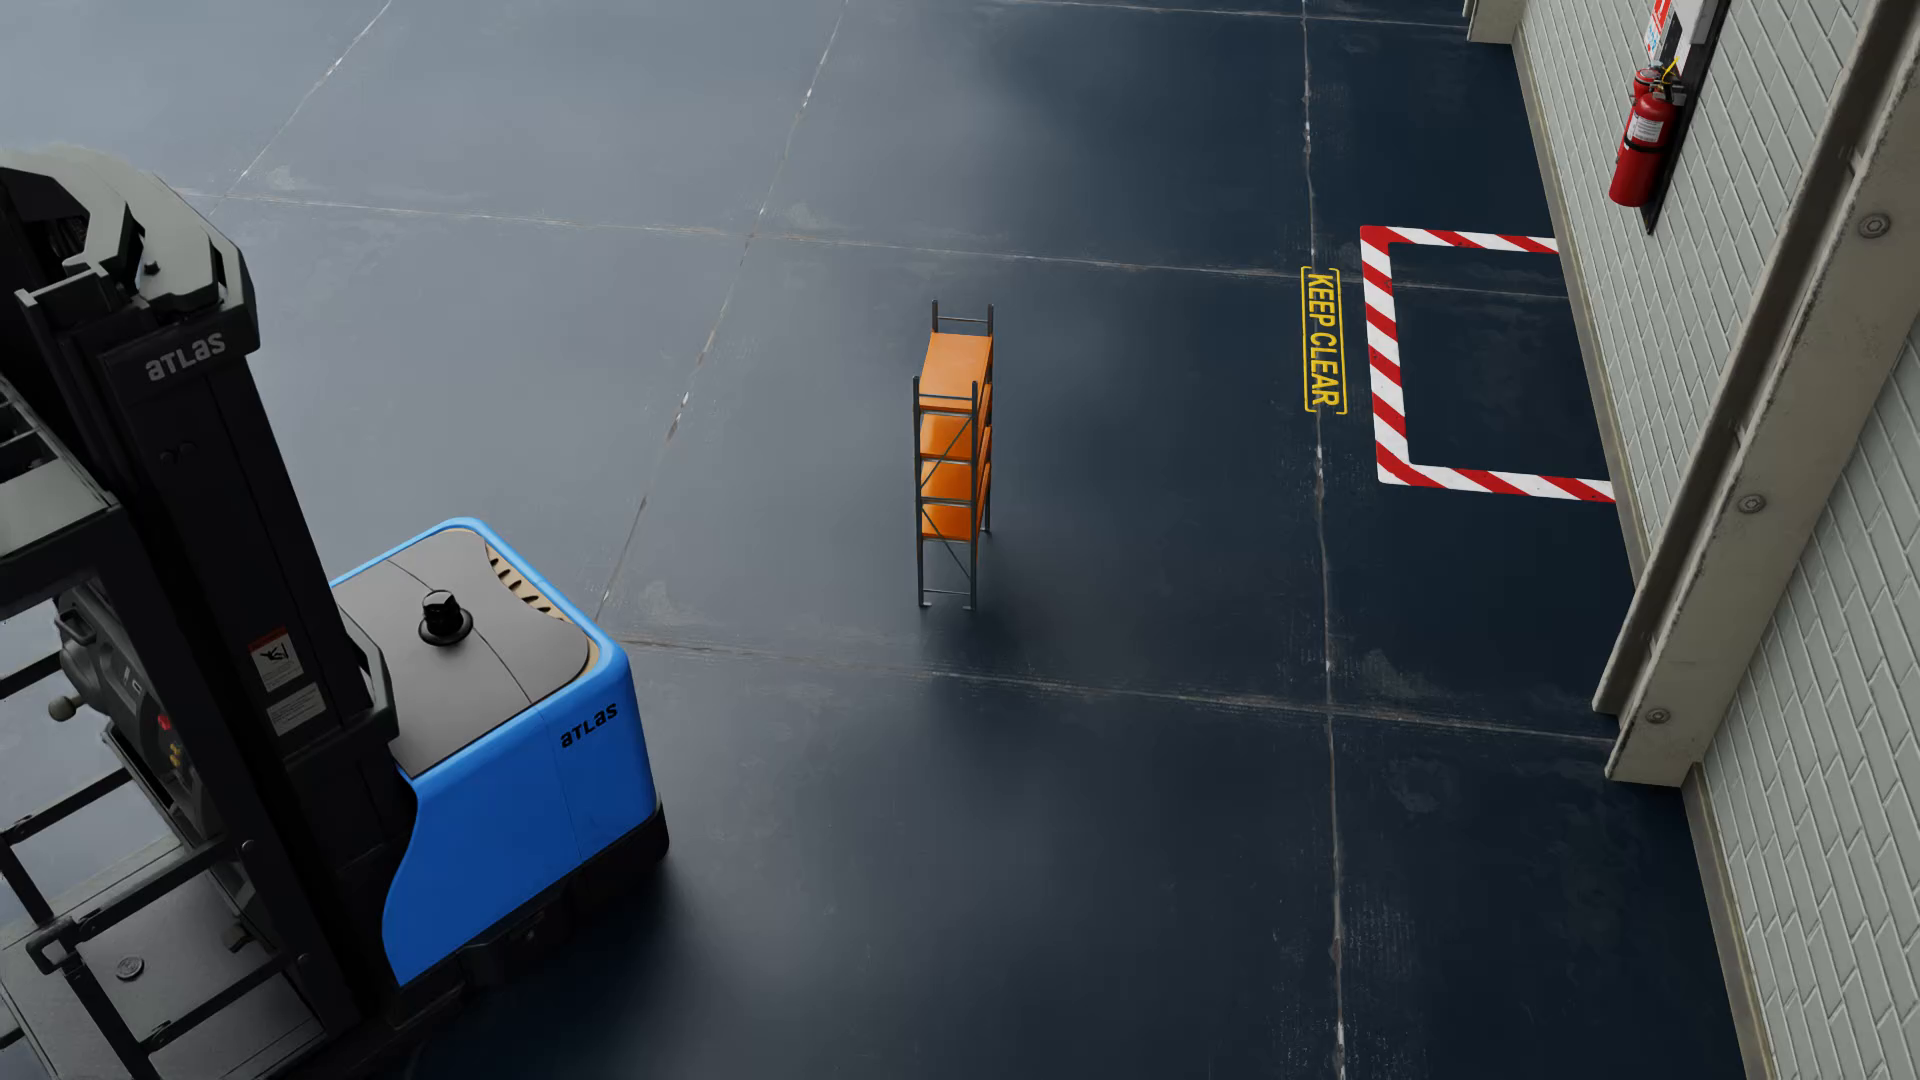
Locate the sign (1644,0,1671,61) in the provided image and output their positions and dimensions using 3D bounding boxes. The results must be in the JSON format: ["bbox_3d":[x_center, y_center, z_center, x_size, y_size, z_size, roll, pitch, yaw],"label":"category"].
[{"bbox_3d":[3.166,-2.365,7.541,0.001,0.329,0.234,5,44,6],"label":"sign"}]

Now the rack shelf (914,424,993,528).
[{"bbox_3d":[-0.022,-0.274,6.765,0.258,0.148,0.480,5,44,6],"label":"rack shelf"}]

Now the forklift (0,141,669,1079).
[{"bbox_3d":[-2.461,0.546,4.542,3.031,2.935,1.130,-33,53,-30],"label":"forklift"}]

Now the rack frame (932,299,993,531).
[{"bbox_3d":[0.010,-0.489,6.894,0.240,1.200,0.015,5,44,6],"label":"rack frame"}]

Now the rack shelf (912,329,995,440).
[{"bbox_3d":[-0.022,-0.608,6.448,0.258,0.148,0.480,5,44,6],"label":"rack shelf"}]

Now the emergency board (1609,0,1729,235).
[{"bbox_3d":[2.990,-1.985,7.165,0.194,1.169,0.643,5,44,6],"label":"emergency board"}]

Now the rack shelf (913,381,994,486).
[{"bbox_3d":[-0.022,-0.436,6.611,0.258,0.148,0.480,5,44,6],"label":"rack shelf"}]

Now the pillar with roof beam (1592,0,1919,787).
[{"bbox_3d":[-1.641,-2.874,3.740,9.100,9.000,0.400,5,44,6],"label":"pillar with roof beam"}]

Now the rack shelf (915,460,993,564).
[{"bbox_3d":[-0.022,-0.130,6.901,0.258,0.148,0.480,5,44,6],"label":"rack shelf"}]

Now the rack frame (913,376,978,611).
[{"bbox_3d":[-0.054,-0.157,6.543,0.240,1.200,0.015,5,44,6],"label":"rack frame"}]

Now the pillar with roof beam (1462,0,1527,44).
[{"bbox_3d":[-0.848,-6.963,8.059,9.100,9.000,0.400,5,44,6],"label":"pillar with roof beam"}]

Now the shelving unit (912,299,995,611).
[{"bbox_3d":[-0.022,-0.323,6.718,0.258,1.200,0.503,5,44,6],"label":"shelving unit"}]
